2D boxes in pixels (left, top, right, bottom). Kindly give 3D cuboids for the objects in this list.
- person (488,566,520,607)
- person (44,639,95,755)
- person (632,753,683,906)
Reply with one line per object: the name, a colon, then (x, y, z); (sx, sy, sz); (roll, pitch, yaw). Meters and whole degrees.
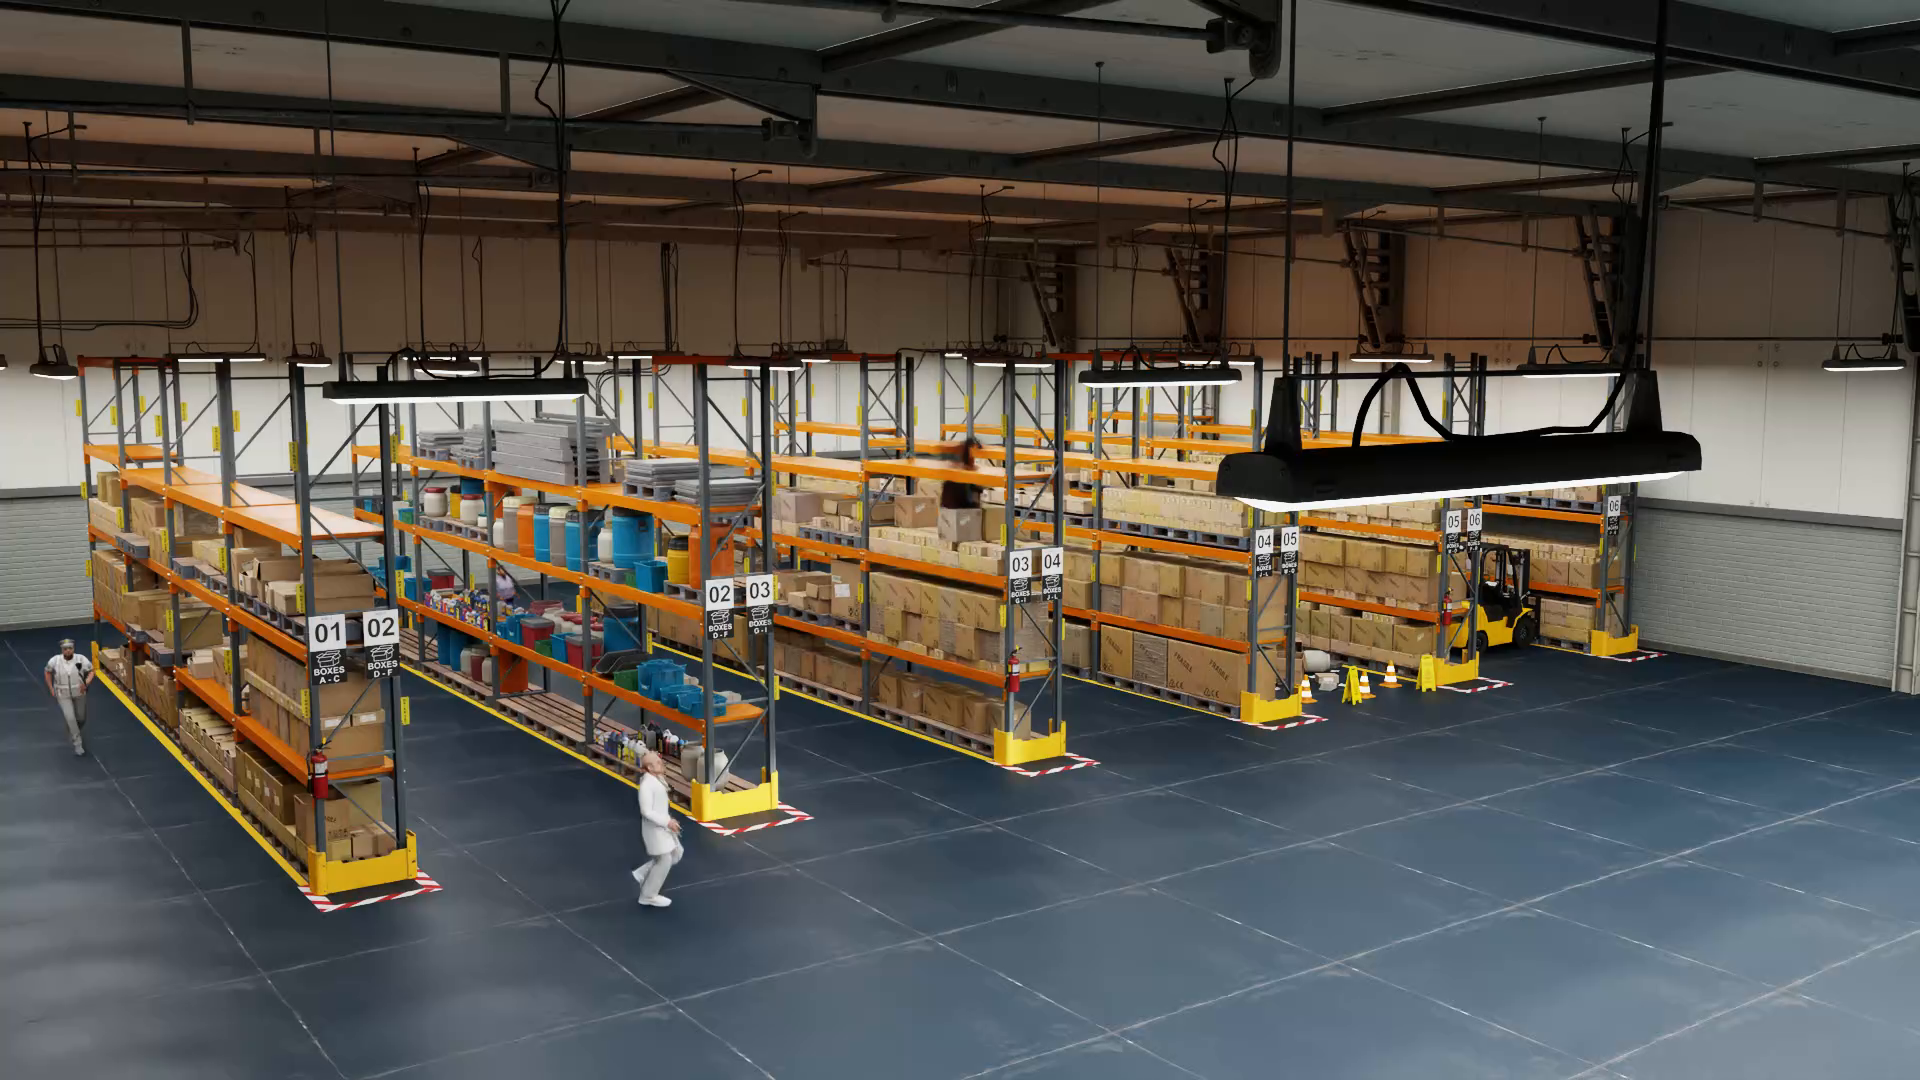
person: (-9.513, 1.355, 34.644); (0.706, 1.656, 0.658); (5, 9, 38)
person: (-13.699, 2.371, 25.625); (0.682, 1.776, 0.925); (-4, 8, -31)
person: (-3.392, 3.227, 18.598); (0.570, 1.740, 0.717); (0, 7, -4)
